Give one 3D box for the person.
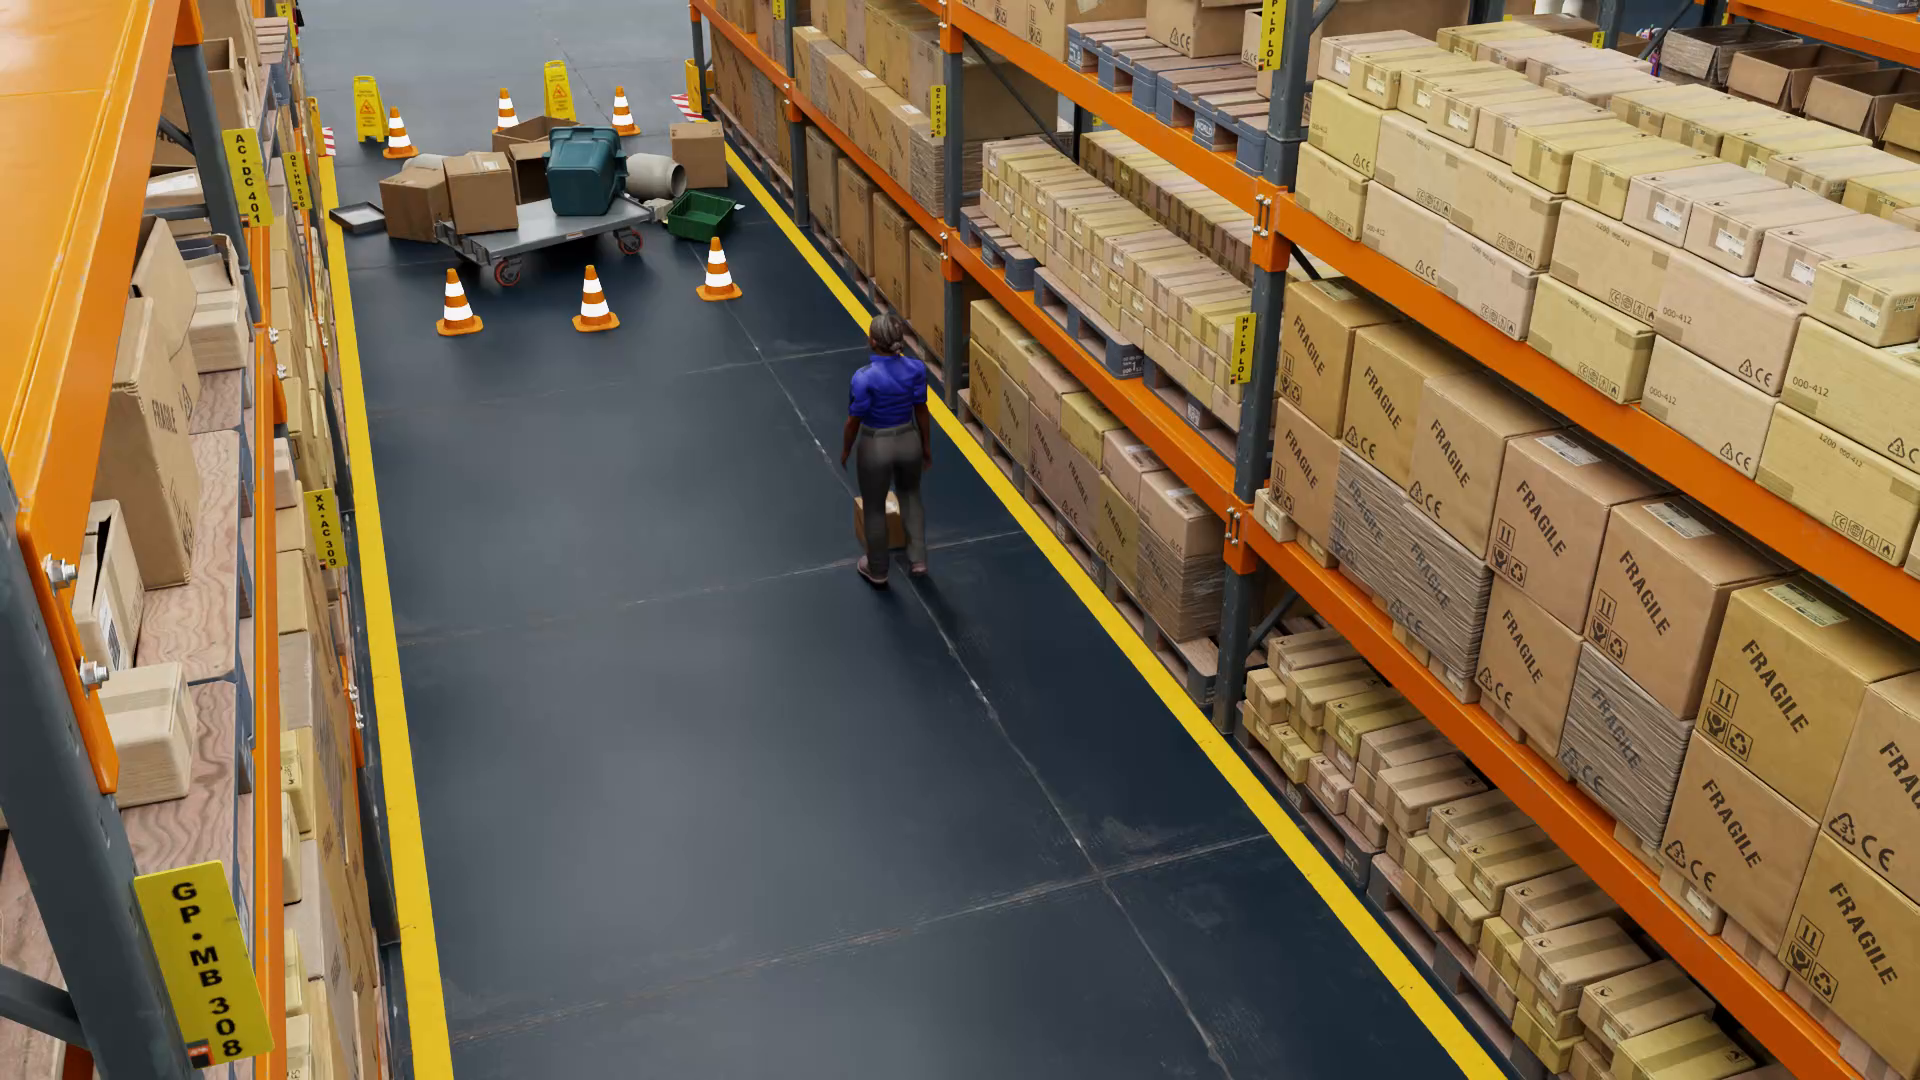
[{"bbox_3d":[-0.414,-0.481,9.170,0.496,1.708,0.437,-13,32,-21],"label":"person"}]
